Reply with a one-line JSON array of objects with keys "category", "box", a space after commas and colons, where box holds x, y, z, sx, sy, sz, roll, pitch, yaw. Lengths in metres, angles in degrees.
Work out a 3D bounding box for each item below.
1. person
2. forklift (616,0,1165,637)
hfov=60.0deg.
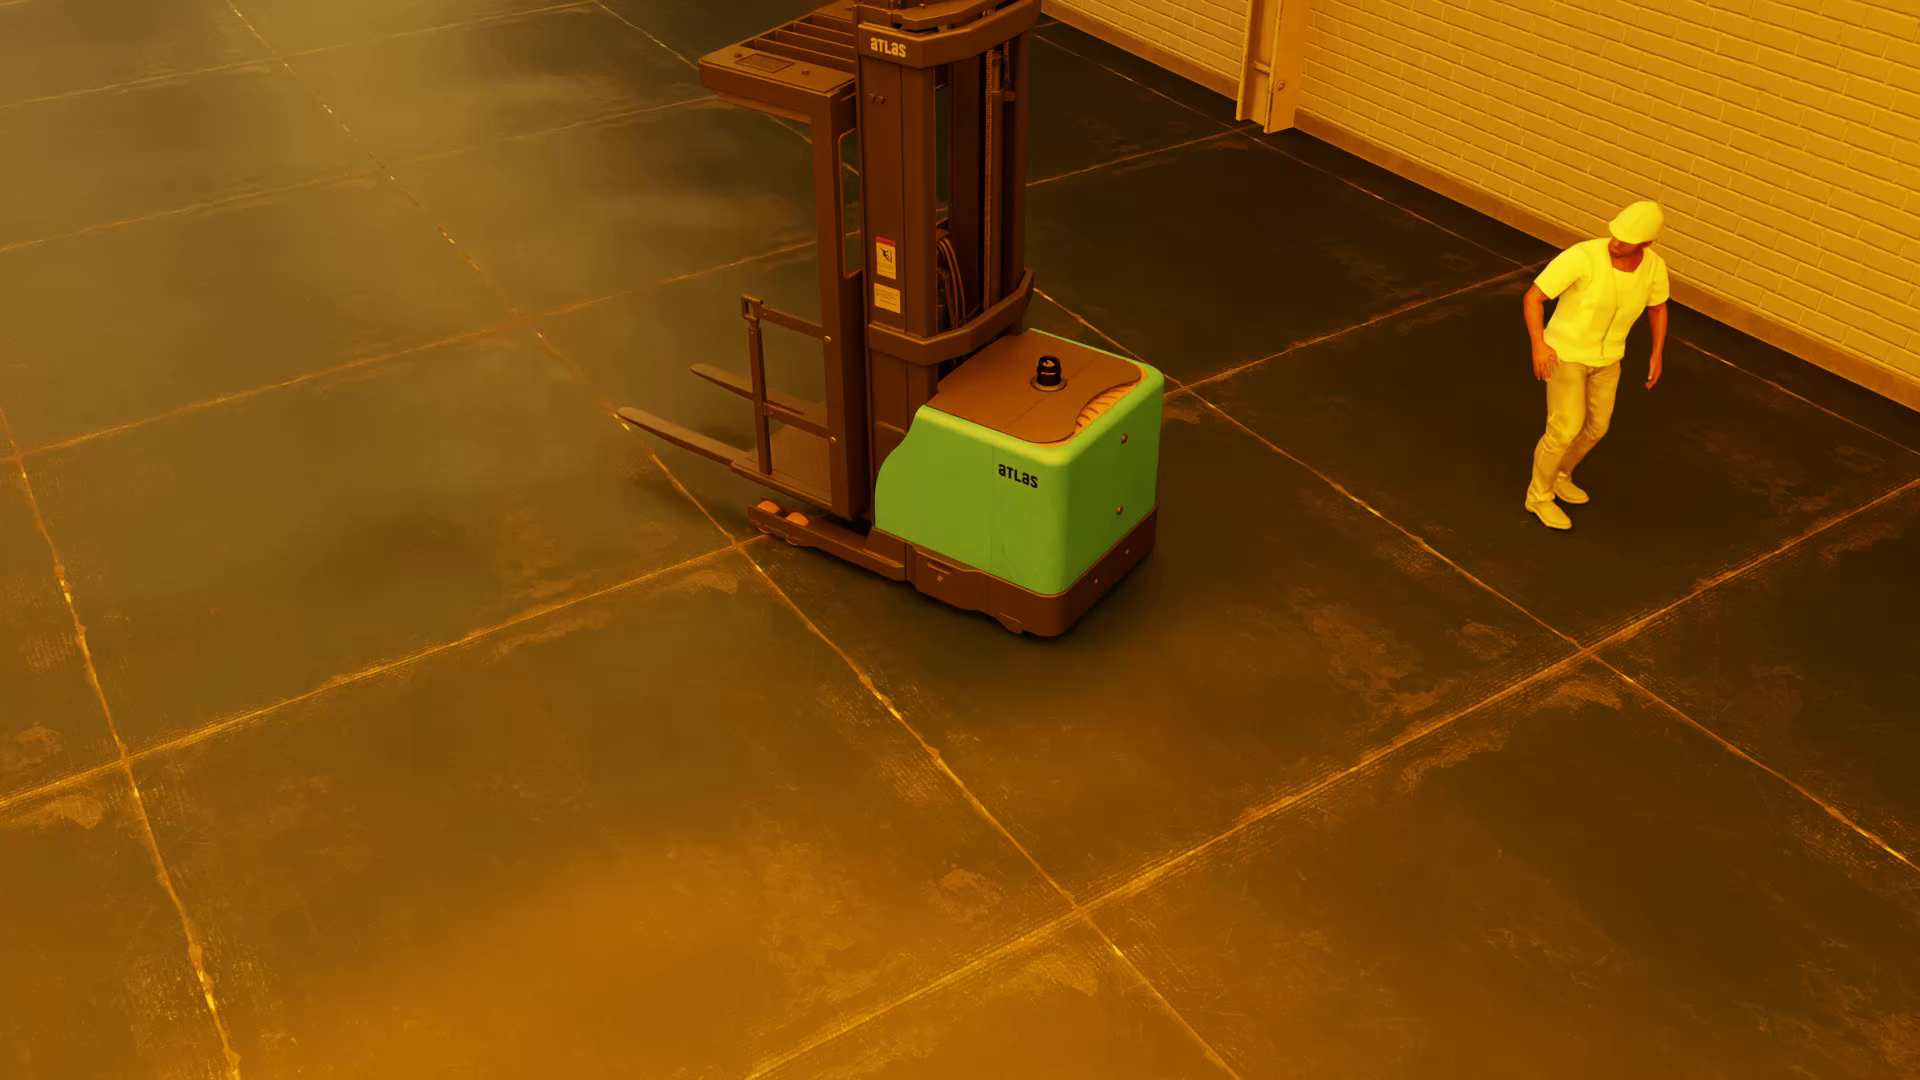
[{"category": "person", "box": [3.262, -0.912, 8.486, 0.780, 1.737, 0.516, -11, 36, -15]}, {"category": "forklift", "box": [-0.500, -1.399, 8.138, 3.031, 2.935, 1.130, 22, 41, 28]}]
